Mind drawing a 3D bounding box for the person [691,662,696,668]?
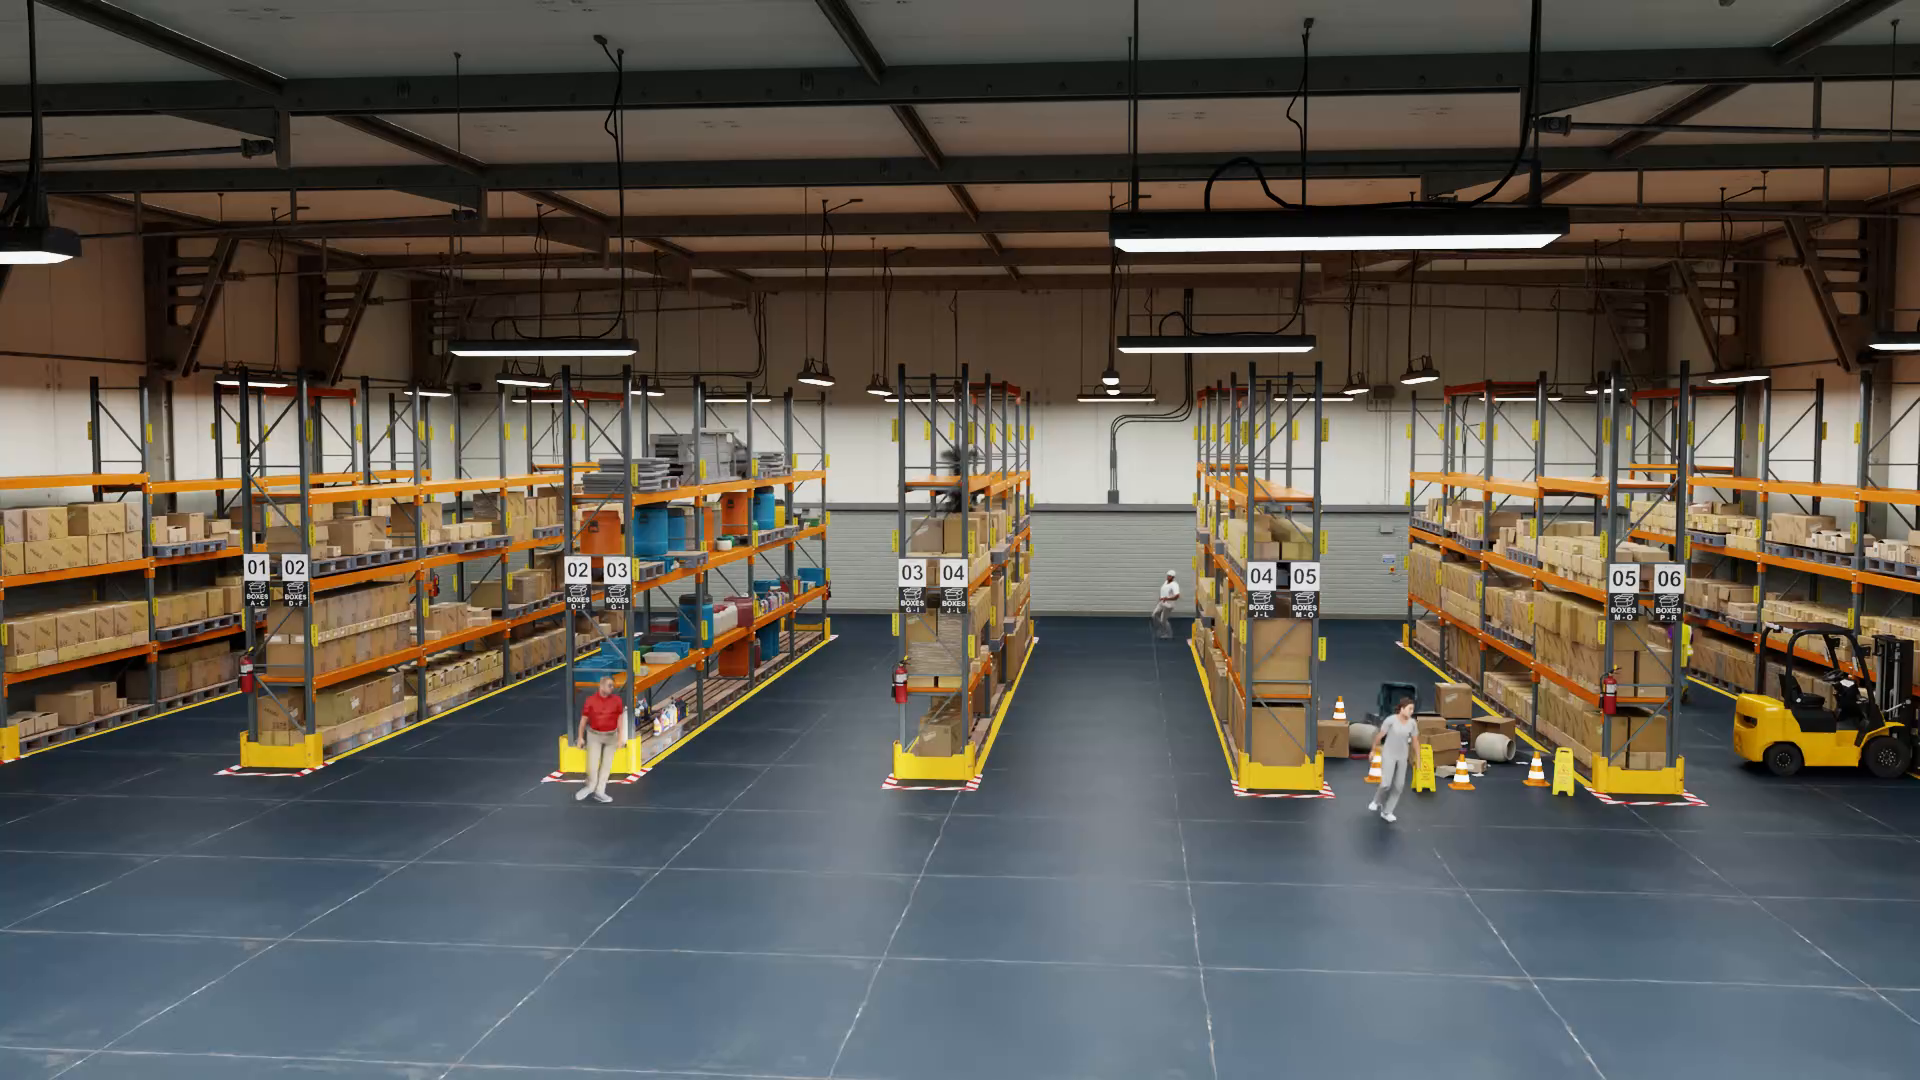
[{"bbox_3d":[-5.682,1.964,35.497,0.626,1.528,0.824,-1,4,-13],"label":"person"}]

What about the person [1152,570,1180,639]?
[{"bbox_3d":[4.986,1.575,40.315,0.558,1.720,0.798,-1,4,-22],"label":"person"}]

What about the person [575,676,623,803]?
[{"bbox_3d":[-4.864,2.692,22.456,0.644,1.721,0.447,-2,4,-29],"label":"person"}]

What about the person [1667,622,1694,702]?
[{"bbox_3d":[13.458,2.170,31.178,0.748,1.675,0.777,-1,4,-21],"label":"person"}]

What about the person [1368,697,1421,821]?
[{"bbox_3d":[5.600,2.813,21.476,0.591,1.634,0.537,-1,4,-13],"label":"person"}]
